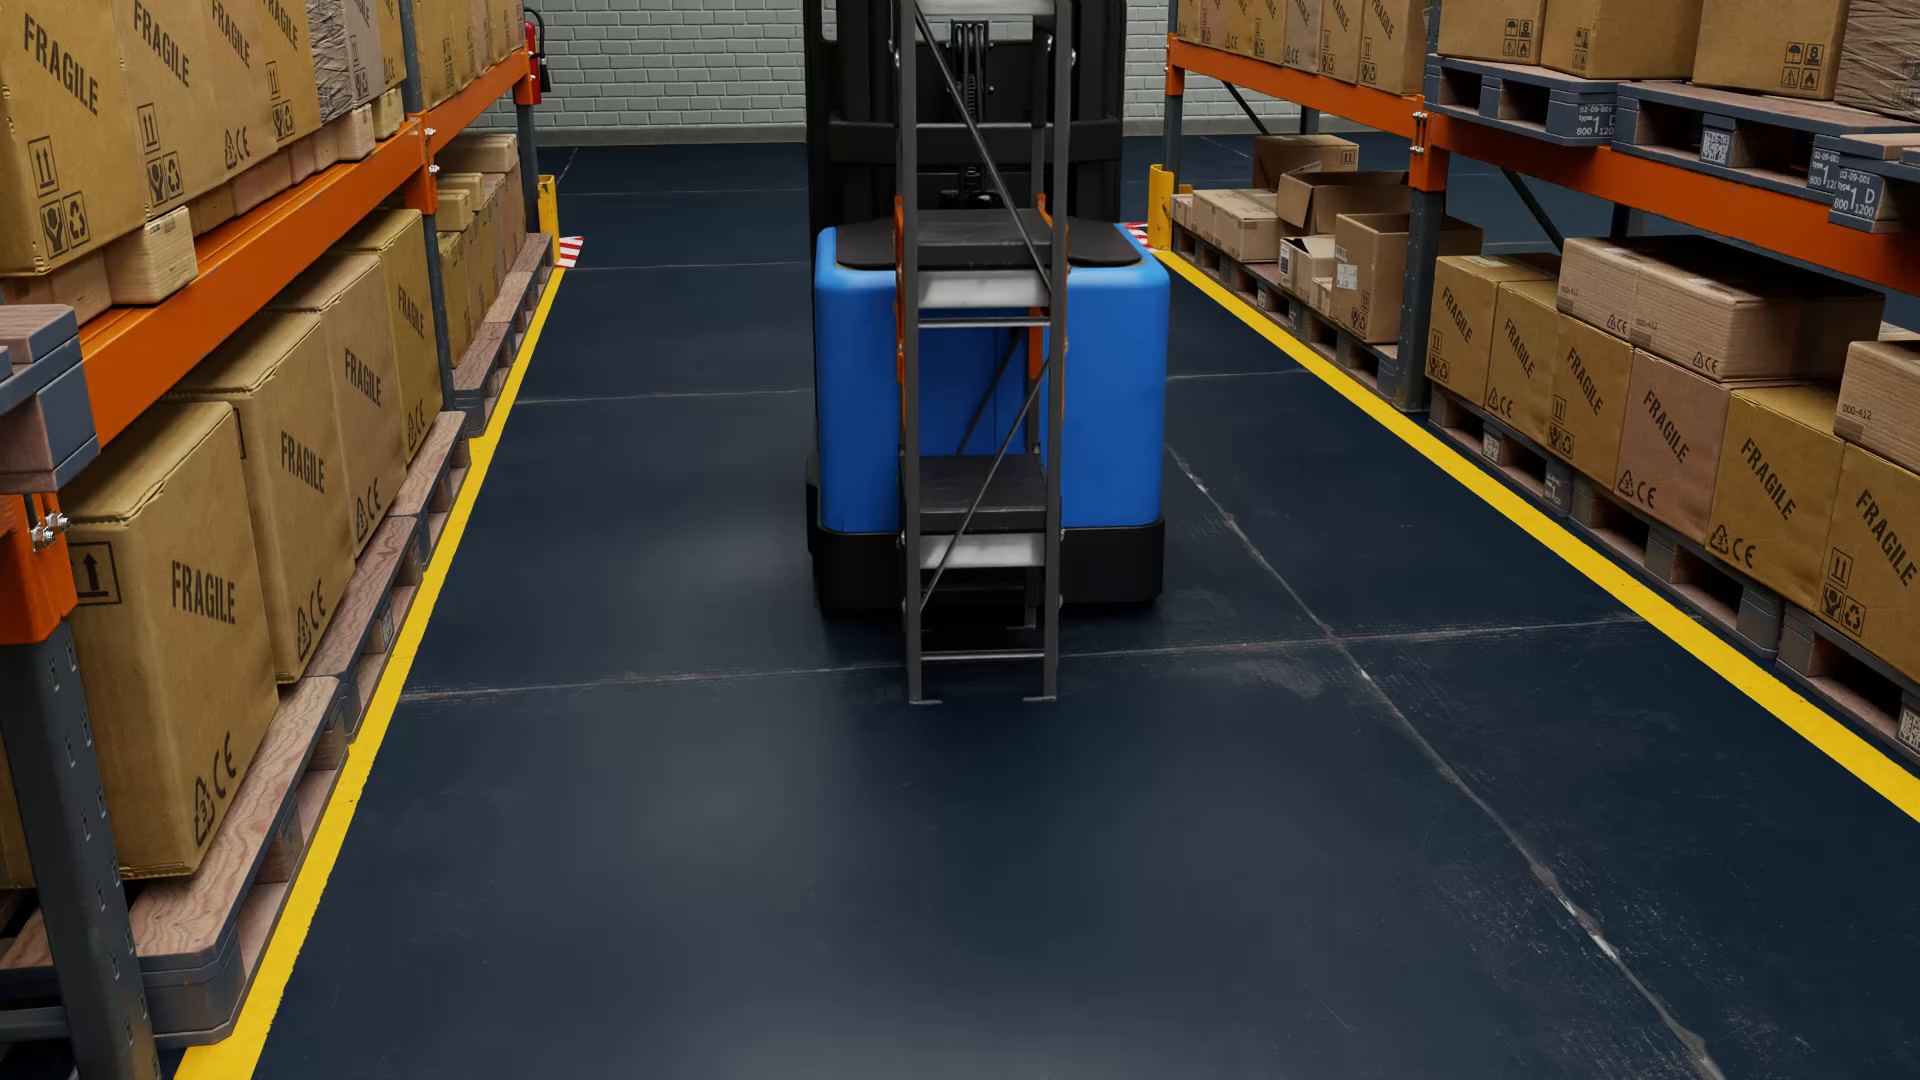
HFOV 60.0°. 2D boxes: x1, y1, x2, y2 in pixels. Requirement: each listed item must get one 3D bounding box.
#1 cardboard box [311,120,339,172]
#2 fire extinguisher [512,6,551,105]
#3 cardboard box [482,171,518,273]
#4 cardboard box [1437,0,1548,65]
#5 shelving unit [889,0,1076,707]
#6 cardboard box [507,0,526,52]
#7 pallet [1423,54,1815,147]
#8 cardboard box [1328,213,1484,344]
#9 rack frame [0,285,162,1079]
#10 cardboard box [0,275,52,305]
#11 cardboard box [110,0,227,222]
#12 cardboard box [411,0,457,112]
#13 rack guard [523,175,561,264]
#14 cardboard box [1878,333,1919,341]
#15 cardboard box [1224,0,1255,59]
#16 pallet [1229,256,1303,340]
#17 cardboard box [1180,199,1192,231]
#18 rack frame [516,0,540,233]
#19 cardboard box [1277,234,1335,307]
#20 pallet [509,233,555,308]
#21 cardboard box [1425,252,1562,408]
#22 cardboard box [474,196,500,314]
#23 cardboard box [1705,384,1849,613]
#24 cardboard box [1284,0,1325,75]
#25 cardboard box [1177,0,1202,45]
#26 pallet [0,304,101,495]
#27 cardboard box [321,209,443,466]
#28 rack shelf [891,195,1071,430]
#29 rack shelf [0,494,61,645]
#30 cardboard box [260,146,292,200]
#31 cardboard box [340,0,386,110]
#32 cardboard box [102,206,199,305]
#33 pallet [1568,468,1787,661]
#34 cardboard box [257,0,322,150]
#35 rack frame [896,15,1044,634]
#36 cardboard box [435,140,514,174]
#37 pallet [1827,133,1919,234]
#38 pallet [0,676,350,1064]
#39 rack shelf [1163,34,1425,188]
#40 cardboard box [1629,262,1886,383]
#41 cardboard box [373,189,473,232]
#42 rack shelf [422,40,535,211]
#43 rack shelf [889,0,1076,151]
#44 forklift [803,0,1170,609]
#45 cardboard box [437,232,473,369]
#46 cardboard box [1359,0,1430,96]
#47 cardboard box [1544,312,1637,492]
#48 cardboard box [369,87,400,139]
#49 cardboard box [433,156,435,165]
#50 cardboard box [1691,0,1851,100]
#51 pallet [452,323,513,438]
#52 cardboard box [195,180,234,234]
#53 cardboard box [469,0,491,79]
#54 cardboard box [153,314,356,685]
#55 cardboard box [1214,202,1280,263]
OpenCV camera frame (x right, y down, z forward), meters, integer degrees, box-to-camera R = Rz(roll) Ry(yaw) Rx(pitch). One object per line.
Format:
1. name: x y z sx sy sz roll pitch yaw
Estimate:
1. cardboard box: -2.062 -1.174 4.904 0.380 0.149 0.250 -3 21 -8
2. fire extinguisher: -2.651 -2.990 10.077 0.296 0.674 0.183 -3 21 -8
3. cardboard box: -2.814 -1.740 9.061 0.700 0.500 0.500 -3 21 -8
4. cardboard box: 2.239 -2.060 6.200 0.700 0.500 0.500 -10 23 -26
5. shelving unit: 0.044 -0.624 4.386 0.431 2.100 0.503 -1 21 -4
6. cardboard box: -3.003 -3.090 9.272 0.980 0.700 0.700 -2 21 -5
7. pallet: 2.399 -1.619 6.039 1.003 0.211 1.213 -3 21 -8
8. cardboard box: 2.029 -1.209 7.611 0.500 0.500 0.500 -3 21 -8
9. rack frame: -1.930 -0.355 2.381 0.949 2.616 0.053 -3 21 -8
10. cardboard box: -1.751 -0.373 2.757 0.380 0.149 0.250 -3 21 -9
11. cardboard box: -1.816 -0.914 3.279 0.500 0.500 0.500 -2 21 -6
12. cardboard box: -2.572 -2.069 6.541 0.980 0.700 0.700 -3 21 -7
13. rack guard: -3.090 -1.962 10.256 1.175 0.500 0.348 -3 21 -8
14. cardboard box: 2.957 -0.349 5.307 0.500 0.500 0.500 -4 21 -10
15. cardboard box: 1.767 -2.904 9.061 0.500 0.500 0.500 -3 21 -8
16. pallet: 2.115 -1.346 9.019 1.003 0.211 1.213 -3 21 -8
17. cardboard box: 1.572 -2.006 10.221 0.380 0.166 0.250 -3 21 -8
18. rack frame: -3.086 -3.125 9.796 1.000 3.000 0.127 -3 21 -8
19. cardboard box: 1.921 -1.380 8.339 0.500 0.311 0.500 -3 21 -8
20. pallet: -2.893 -1.546 9.554 1.003 0.211 1.213 -3 21 -8
21. cardboard box: 2.220 -0.847 6.640 0.500 0.500 0.500 -4 21 -10
22. cardboard box: -2.657 -1.382 8.101 0.700 0.500 0.500 -2 21 -6
23. cardboard box: 2.527 -0.133 4.728 0.500 0.500 0.500 -4 21 -10
24. cardboard box: 1.914 -2.554 8.125 0.500 0.500 0.500 -2 21 -7
25. cardboard box: 1.618 -3.256 10.004 0.500 0.500 0.500 -2 21 -7
26. pallet: -1.725 -0.024 1.767 1.213 0.211 1.003 -3 21 -8
27. cardboard box: -2.287 -0.711 5.806 0.750 0.750 0.750 -3 21 -7
28. rack shelf: 0.044 -0.611 4.391 0.431 0.518 0.480 -1 21 -4
29. rack shelf: -1.645 0.674 0.652 1.077 0.370 4.000 -3 21 -8
30. cardboard box: -2.014 -0.994 4.422 0.380 0.149 0.250 -2 21 -6
31. cardboard box: -2.110 -1.612 5.150 0.500 0.500 0.500 -3 21 -7
32. cardboard box: -1.733 -0.557 3.250 0.380 0.149 0.250 -2 21 -6
33. pallet: 2.726 0.018 5.366 1.003 0.211 1.213 -3 21 -8
34. cardboard box: -1.969 -1.265 4.221 0.500 0.500 0.500 -2 21 -6
35. rack frame: 0.027 -0.709 4.614 0.400 2.100 0.015 -1 21 -4
36. cardboard box: -2.650 -2.094 9.080 0.380 0.149 0.250 -2 21 -6
37. pallet: 2.801 -0.748 3.705 1.213 0.211 1.003 -3 21 -8
38. pallet: -1.972 0.674 3.609 1.003 0.211 1.213 -3 21 -8
39. rack shelf: 2.104 -2.347 8.741 1.077 0.370 4.000 -3 21 -8
40. cardboard box: 2.437 -0.678 5.117 0.500 0.250 0.500 -3 21 -9
41. cardboard box: -2.385 -1.462 7.388 0.380 0.149 0.250 -2 21 -6
42. rack shelf: -2.798 -2.096 8.068 1.077 0.370 4.000 -3 21 -8
43. rack shelf: 0.044 -1.267 4.146 0.431 0.518 0.480 -1 21 -4
44. forklift: -0.002 -1.637 5.909 1.130 2.935 3.031 -1 21 -4
45. cardboard box: -2.516 -1.030 7.159 0.700 0.500 0.500 -3 21 -7
46. cardboard box: 2.066 -2.198 7.172 0.500 0.500 0.500 -3 21 -7
47. cardboard box: 2.373 -0.489 5.682 0.500 0.500 0.500 -3 21 -7
48. cardboard box: -2.121 -1.443 5.623 0.380 0.149 0.250 -3 21 -7
49. cardboard box: -2.993 -1.989 8.799 0.380 0.149 0.250 -3 21 -7
50. cardboard box: 2.708 -1.626 5.040 0.700 0.500 0.500 -8 22 -21
51. pallet: -2.542 -0.701 7.292 1.003 0.211 1.213 -3 21 -8
52. cardboard box: -1.964 -0.817 3.946 0.380 0.149 0.250 -3 21 -7
53. cardboard box: -2.786 -2.574 7.891 0.980 0.700 0.700 -4 21 -10
54. cardboard box: -2.029 -0.110 4.195 0.750 0.750 0.750 -3 21 -8
55. cardboard box: 1.757 -1.745 9.403 0.500 0.250 0.500 -3 21 -8
